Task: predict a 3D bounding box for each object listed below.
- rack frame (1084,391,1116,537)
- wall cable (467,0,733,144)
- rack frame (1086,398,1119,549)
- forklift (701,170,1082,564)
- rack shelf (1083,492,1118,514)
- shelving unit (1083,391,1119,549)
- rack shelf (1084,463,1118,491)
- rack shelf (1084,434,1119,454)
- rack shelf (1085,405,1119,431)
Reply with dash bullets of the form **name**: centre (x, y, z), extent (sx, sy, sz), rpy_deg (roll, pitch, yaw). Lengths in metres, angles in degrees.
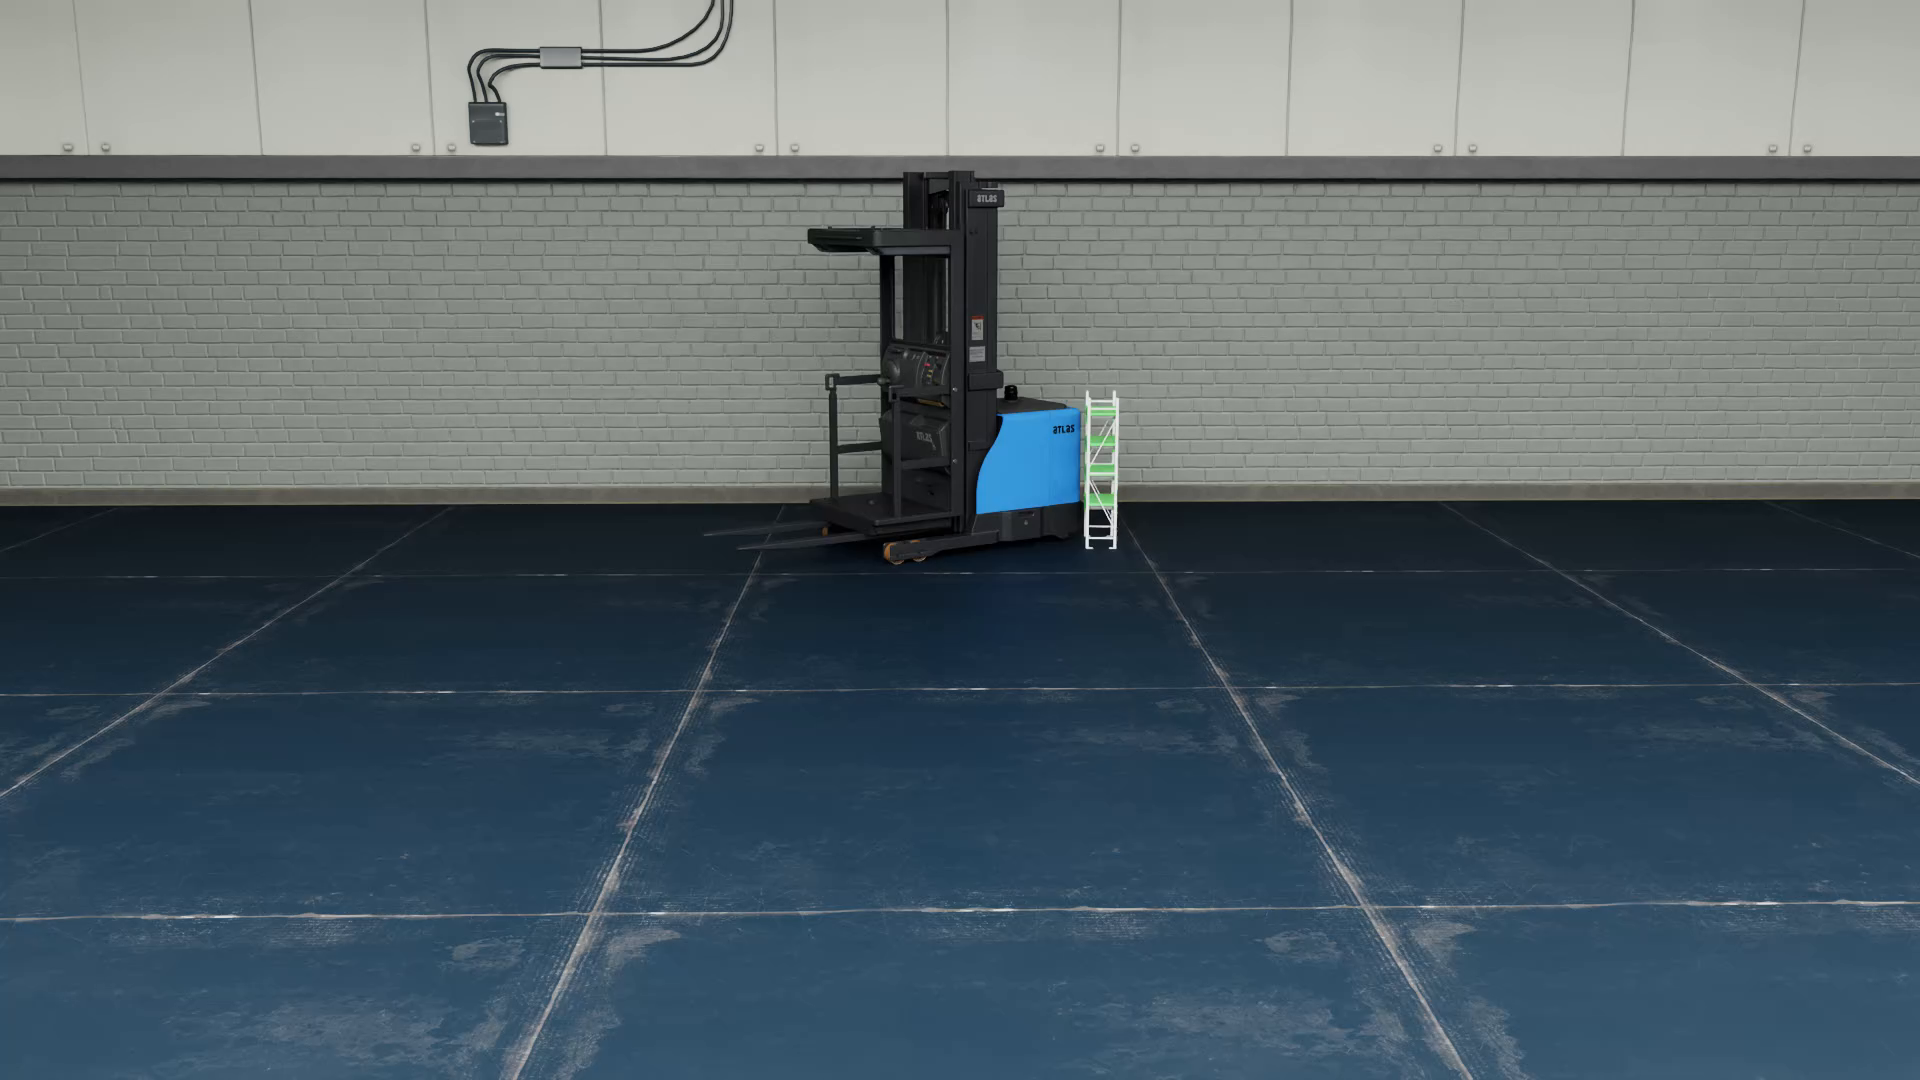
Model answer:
- **rack frame**: centre (1.141, -0.619, 13.590), extent (0.240, 1.200, 0.015), rpy_deg (0, 11, 2)
- **wall cable**: centre (-3.105, -6.400, 13.918), extent (2.305, 6.003, 0.169), rpy_deg (0, 11, -1)
- **rack frame**: centre (1.121, -0.522, 13.112), extent (0.240, 1.200, 0.015), rpy_deg (0, 11, 2)
- **forklift**: centre (-0.524, -1.370, 12.938), extent (3.031, 2.935, 1.130), rpy_deg (-7, 14, -32)
- **rack shelf**: centre (1.131, -0.272, 13.412), extent (0.258, 0.148, 0.480), rpy_deg (0, 11, 2)
- **shelving unit**: centre (1.131, -0.570, 13.351), extent (0.258, 1.200, 0.503), rpy_deg (0, 11, 2)
- **rack shelf**: centre (1.131, -0.507, 13.364), extent (0.258, 0.148, 0.480), rpy_deg (0, 11, 2)
- **rack shelf**: centre (1.131, -0.743, 13.316), extent (0.258, 0.148, 0.480), rpy_deg (0, 11, 2)
- **rack shelf**: centre (1.131, -0.978, 13.268), extent (0.258, 0.148, 0.480), rpy_deg (0, 11, 2)
